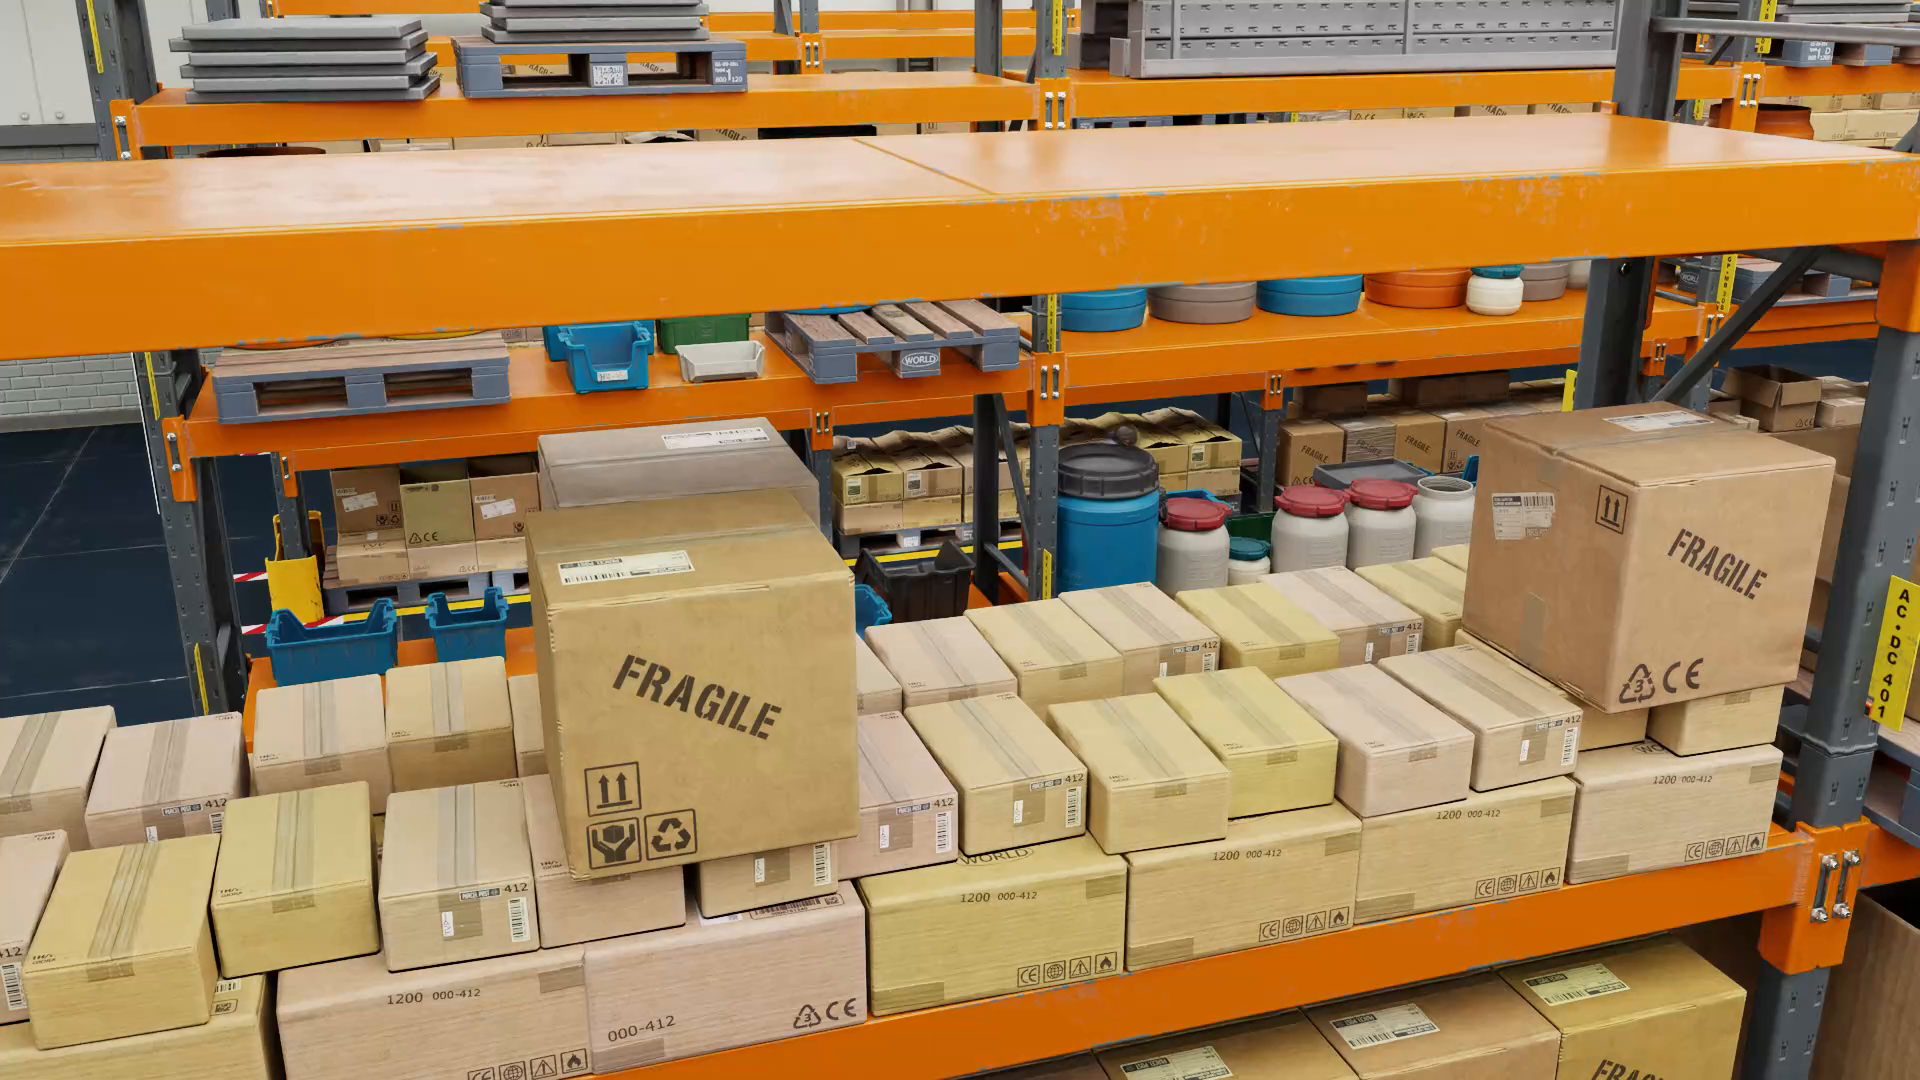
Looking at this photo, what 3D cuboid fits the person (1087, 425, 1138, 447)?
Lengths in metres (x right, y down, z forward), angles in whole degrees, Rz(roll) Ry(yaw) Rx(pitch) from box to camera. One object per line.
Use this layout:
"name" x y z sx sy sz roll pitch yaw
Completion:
"person" 0.971 -0.199 12.666 0.813 1.318 0.456 -7 21 -19
